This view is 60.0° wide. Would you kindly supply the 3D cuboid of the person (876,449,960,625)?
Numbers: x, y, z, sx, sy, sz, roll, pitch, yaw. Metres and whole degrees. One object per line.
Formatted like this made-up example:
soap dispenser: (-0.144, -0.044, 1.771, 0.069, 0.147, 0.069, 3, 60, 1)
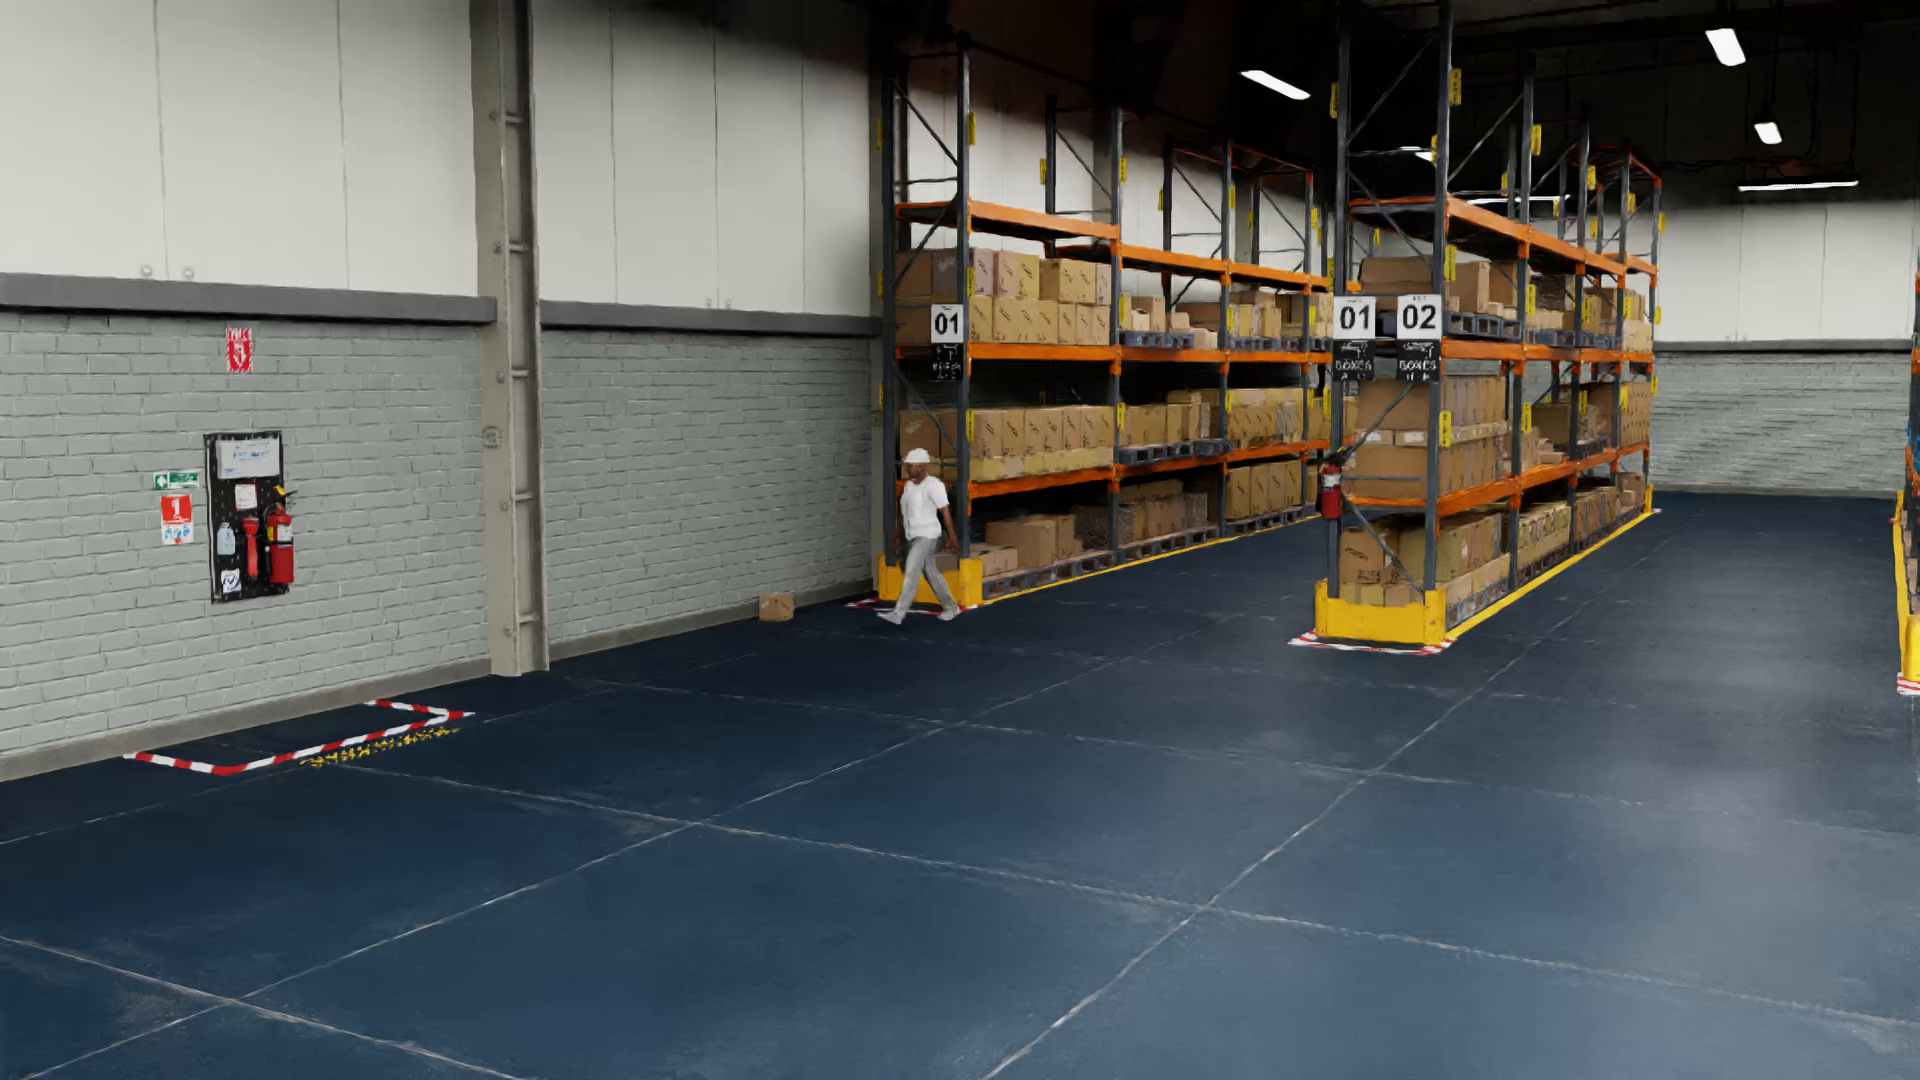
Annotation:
person: (-0.431, -0.037, 16.377, 0.994, 1.714, 0.653, -4, 7, -32)
